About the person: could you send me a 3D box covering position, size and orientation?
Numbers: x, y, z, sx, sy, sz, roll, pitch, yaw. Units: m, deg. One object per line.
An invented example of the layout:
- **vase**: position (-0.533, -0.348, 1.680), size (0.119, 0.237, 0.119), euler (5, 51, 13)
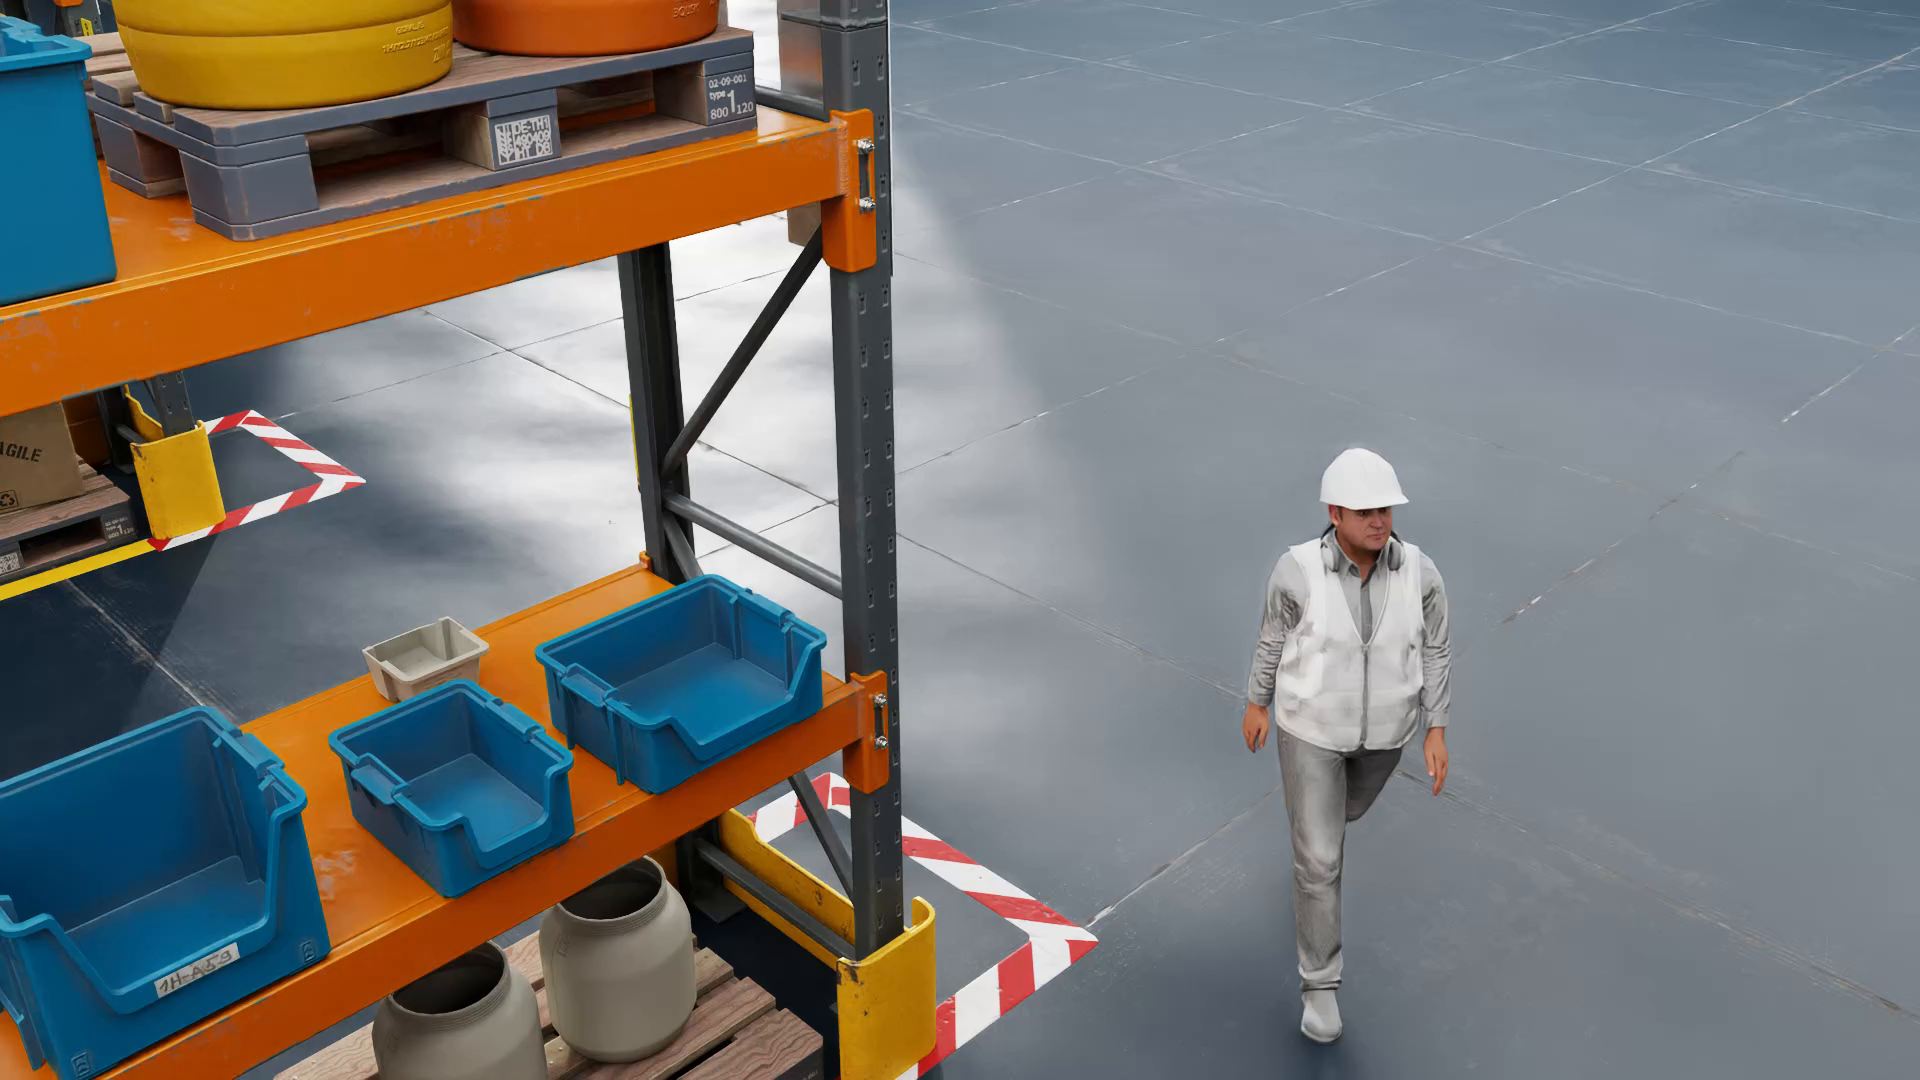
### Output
- **person**: position (1.189, 0.548, 5.061), size (0.562, 1.723, 1.067), euler (-3, 28, -5)
